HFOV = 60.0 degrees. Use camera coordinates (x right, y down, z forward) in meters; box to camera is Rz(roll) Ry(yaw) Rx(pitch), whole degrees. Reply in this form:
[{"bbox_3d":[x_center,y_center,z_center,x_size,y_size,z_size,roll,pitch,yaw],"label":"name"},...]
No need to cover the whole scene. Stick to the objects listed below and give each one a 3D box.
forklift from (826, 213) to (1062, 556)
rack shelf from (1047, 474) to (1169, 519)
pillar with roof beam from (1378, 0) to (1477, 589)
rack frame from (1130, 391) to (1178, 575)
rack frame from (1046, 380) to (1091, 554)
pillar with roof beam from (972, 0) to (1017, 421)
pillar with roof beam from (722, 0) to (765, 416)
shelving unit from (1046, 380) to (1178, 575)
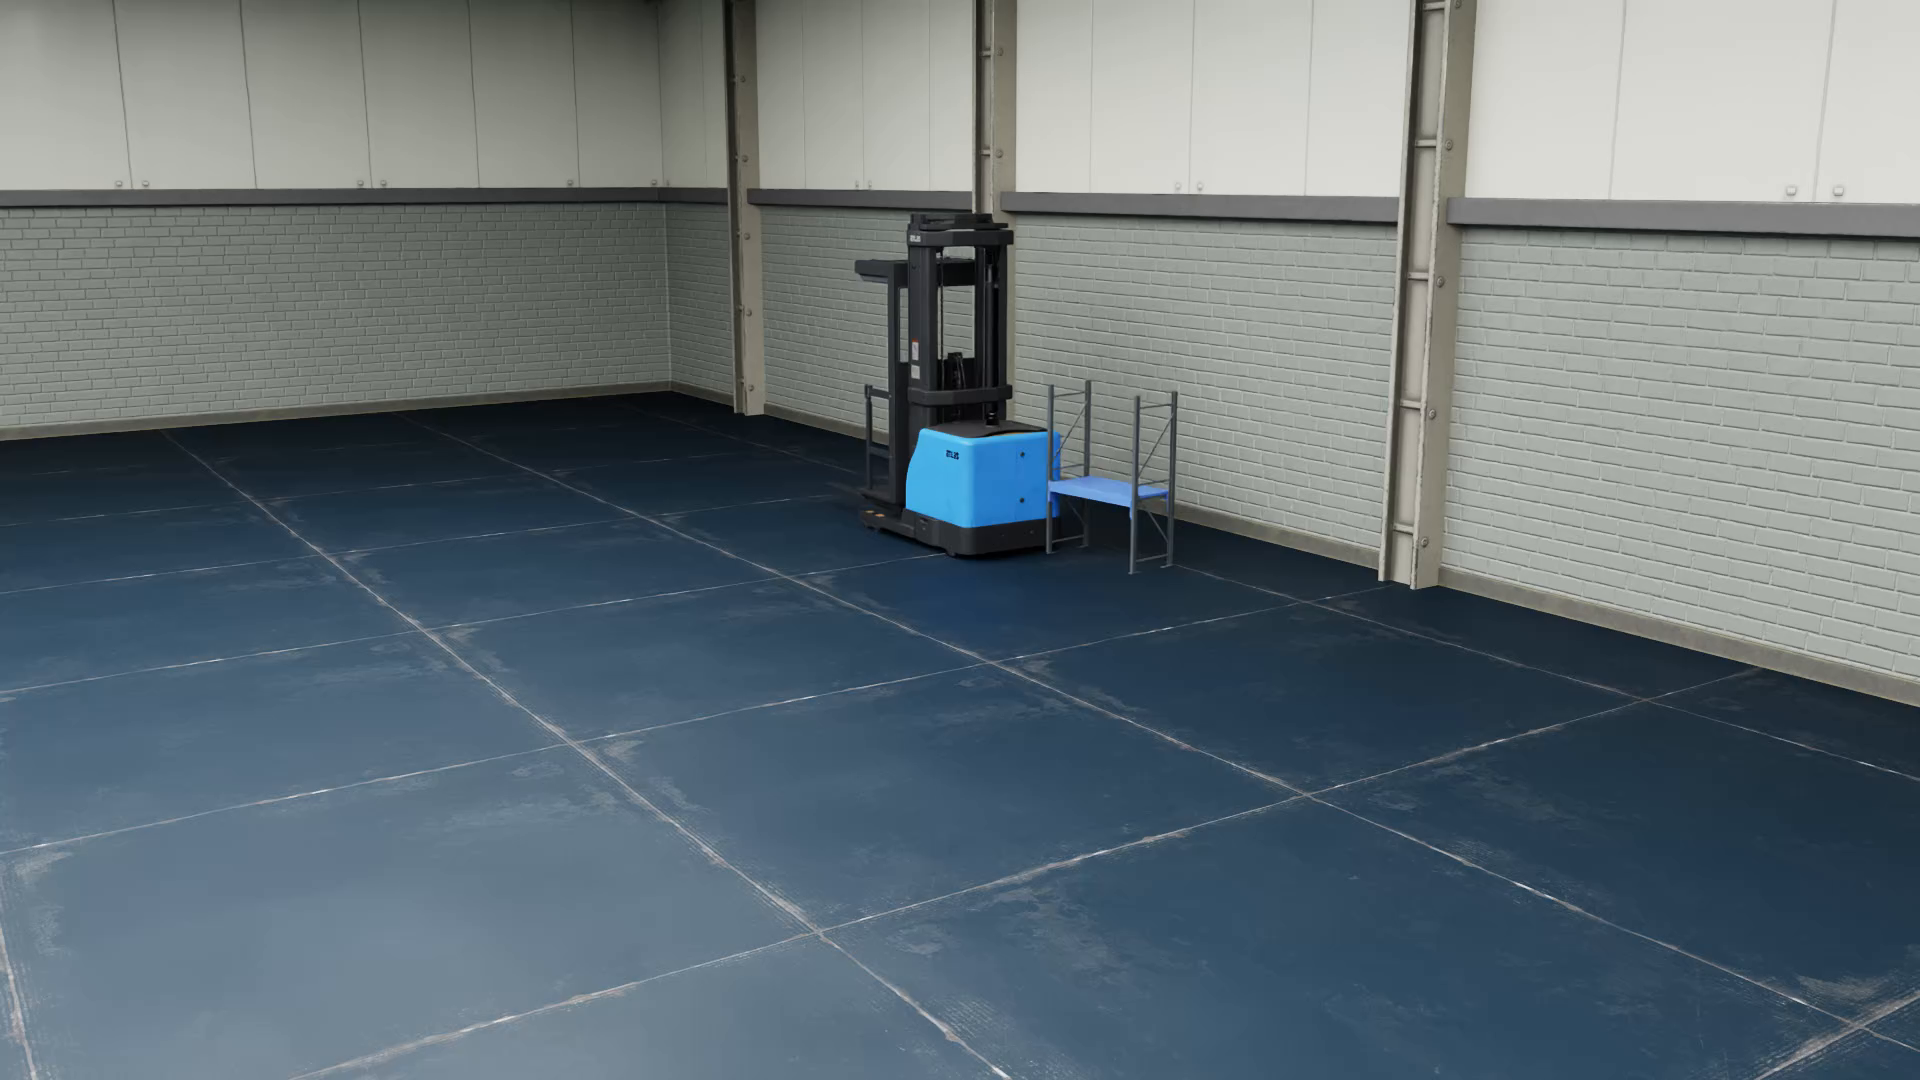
[{"bbox_3d":[-0.291,-1.558,15.514,1.130,2.935,3.031,-7,14,-30],"label":"forklift"},{"bbox_3d":[1.290,-0.384,14.338,0.538,0.185,1.000,-10,16,-40],"label":"rack shelf"},{"bbox_3d":[0.105,-3.540,10.374,9.100,9.000,0.400,-8,15,-33],"label":"pillar with roof beam"},{"bbox_3d":[1.623,-0.478,13.925,0.500,1.500,0.032,-10,16,-40],"label":"rack frame"},{"bbox_3d":[0.957,-0.642,14.675,0.500,1.500,0.032,-10,16,-40],"label":"rack frame"},{"bbox_3d":[-3.219,-4.607,15.254,9.100,9.000,0.400,-8,15,-33],"label":"pillar with roof beam"},{"bbox_3d":[-6.543,-5.674,20.133,9.100,9.000,0.400,-8,15,-33],"label":"pillar with roof beam"},{"bbox_3d":[1.290,-0.560,14.300,0.538,1.500,1.048,-10,16,-40],"label":"shelving unit"}]
